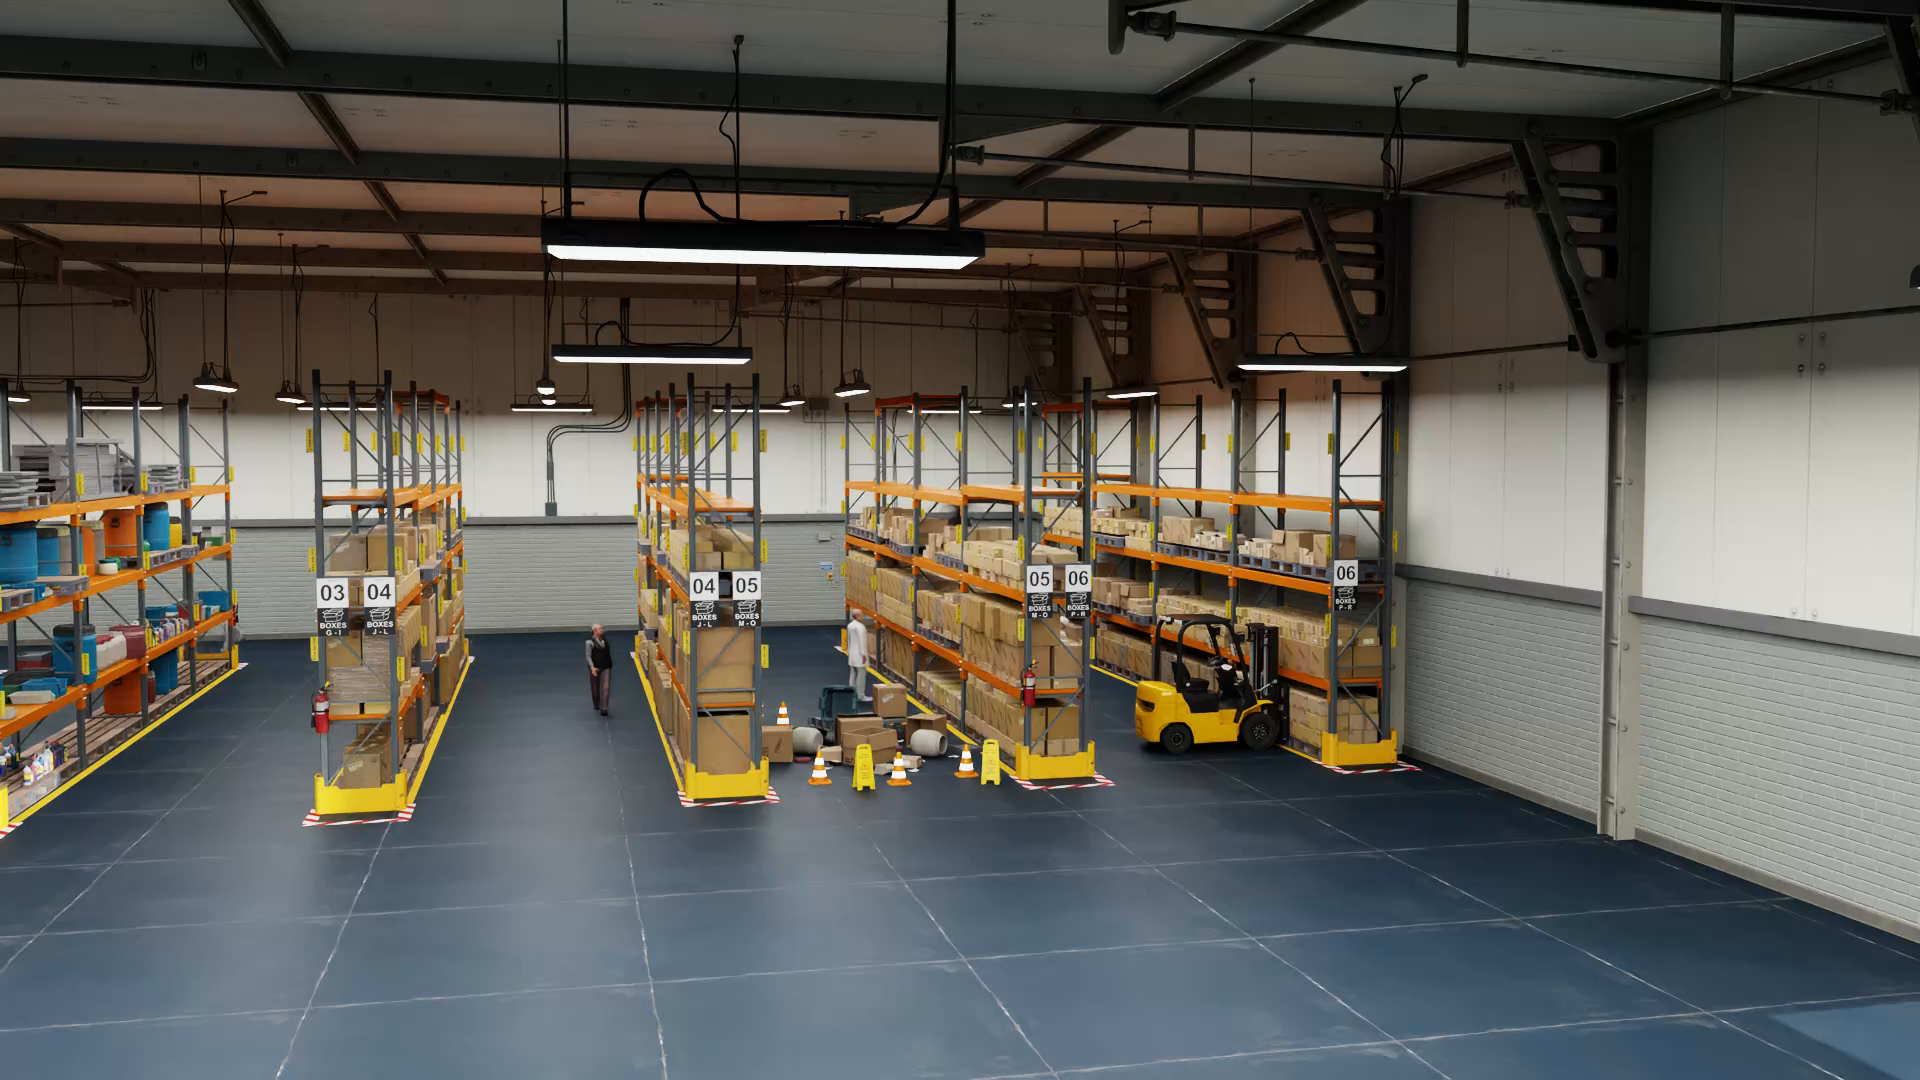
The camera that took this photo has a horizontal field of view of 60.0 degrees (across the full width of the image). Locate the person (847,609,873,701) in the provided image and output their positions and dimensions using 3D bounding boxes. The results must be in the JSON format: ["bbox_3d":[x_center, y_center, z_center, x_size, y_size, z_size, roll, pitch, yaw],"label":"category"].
[{"bbox_3d":[-1.989,2.236,32.374,0.408,1.785,0.691,-2,4,-33],"label":"person"}]

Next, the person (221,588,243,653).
[{"bbox_3d":[-16.848,1.932,38.389,0.445,1.677,0.524,0,3,-3],"label":"person"}]

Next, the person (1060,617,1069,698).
[{"bbox_3d":[1.779,2.325,31.222,0.482,1.768,0.638,1,3,18],"label":"person"}]

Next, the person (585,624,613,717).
[{"bbox_3d":[-6.666,2.398,30.716,0.484,1.679,1.012,0,3,-8],"label":"person"}]
